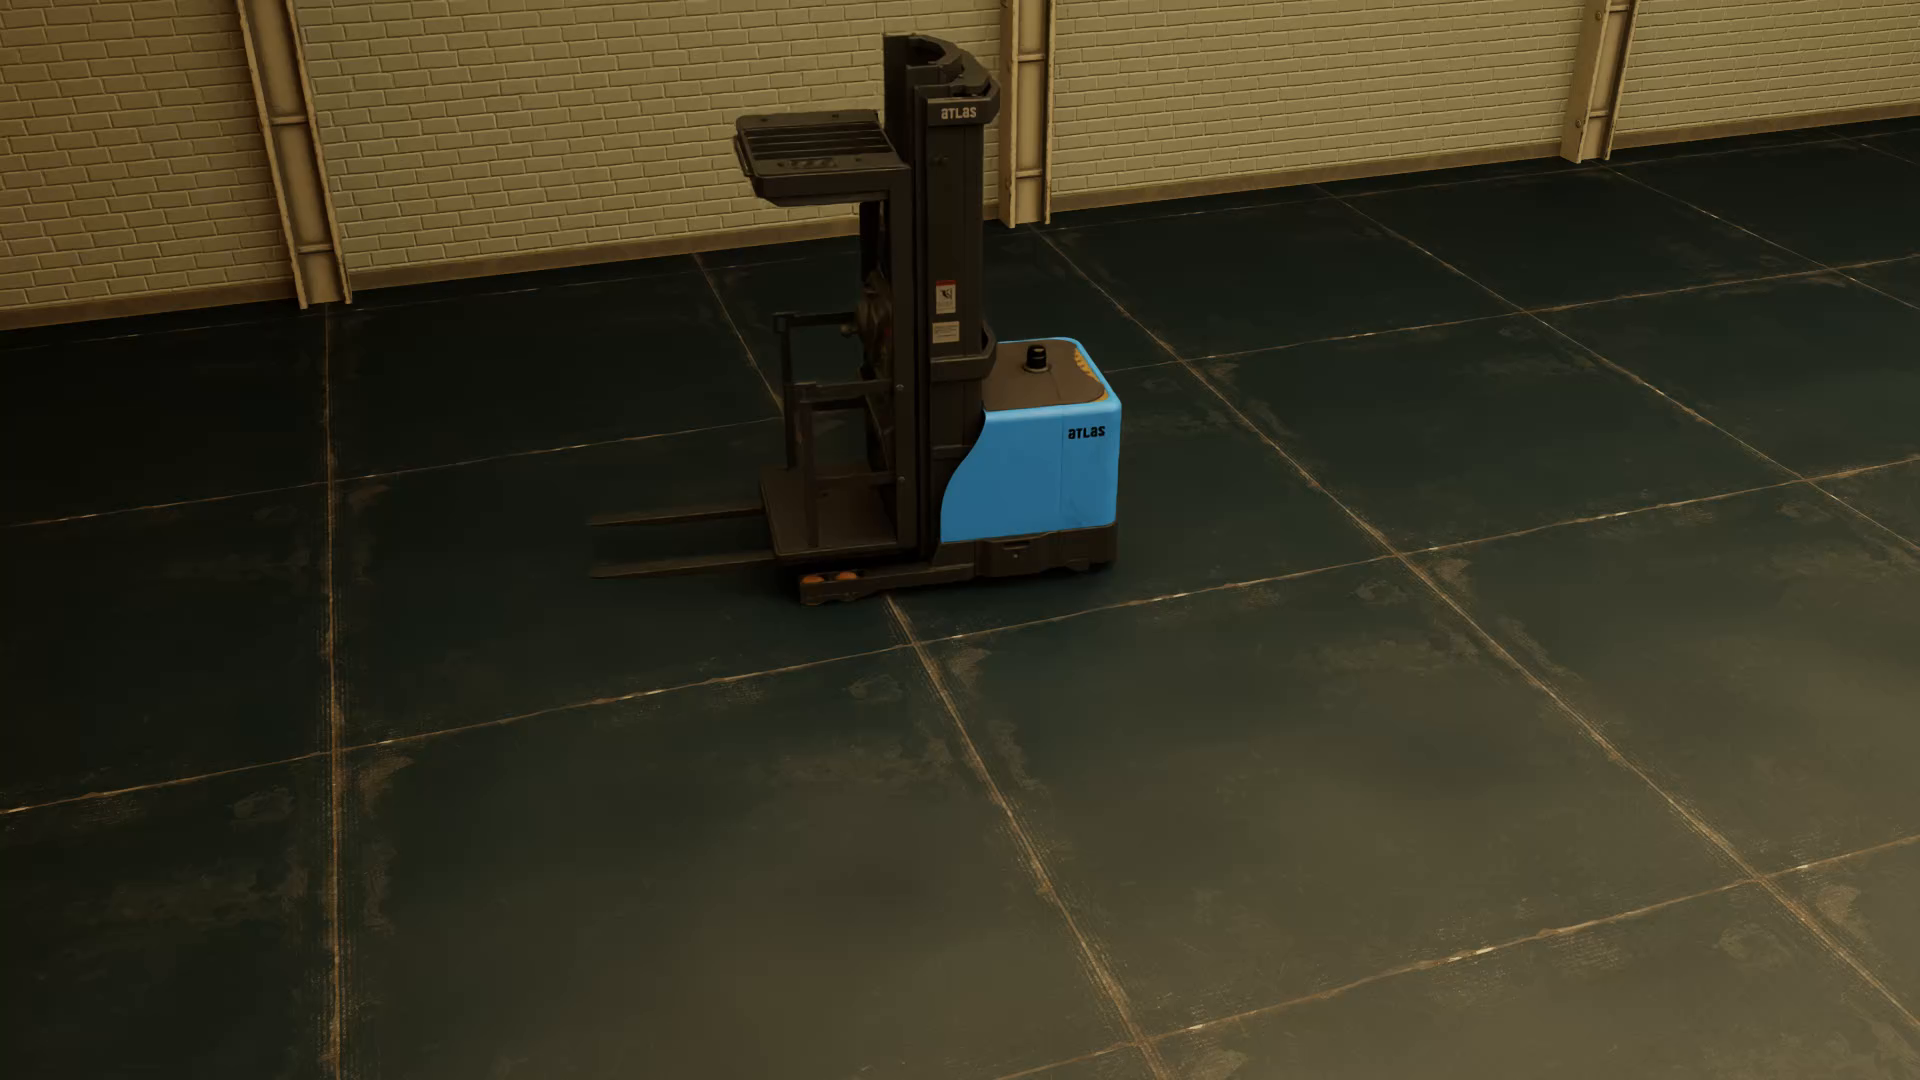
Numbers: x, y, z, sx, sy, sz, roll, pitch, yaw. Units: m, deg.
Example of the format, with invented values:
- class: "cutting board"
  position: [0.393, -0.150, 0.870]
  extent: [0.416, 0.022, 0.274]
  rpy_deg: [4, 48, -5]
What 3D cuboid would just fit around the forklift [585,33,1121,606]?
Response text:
- class: "forklift"
  position: [-0.657, -1.189, 9.153]
  extent: [3.031, 2.935, 1.130]
  rpy_deg: [-6, 30, -10]
